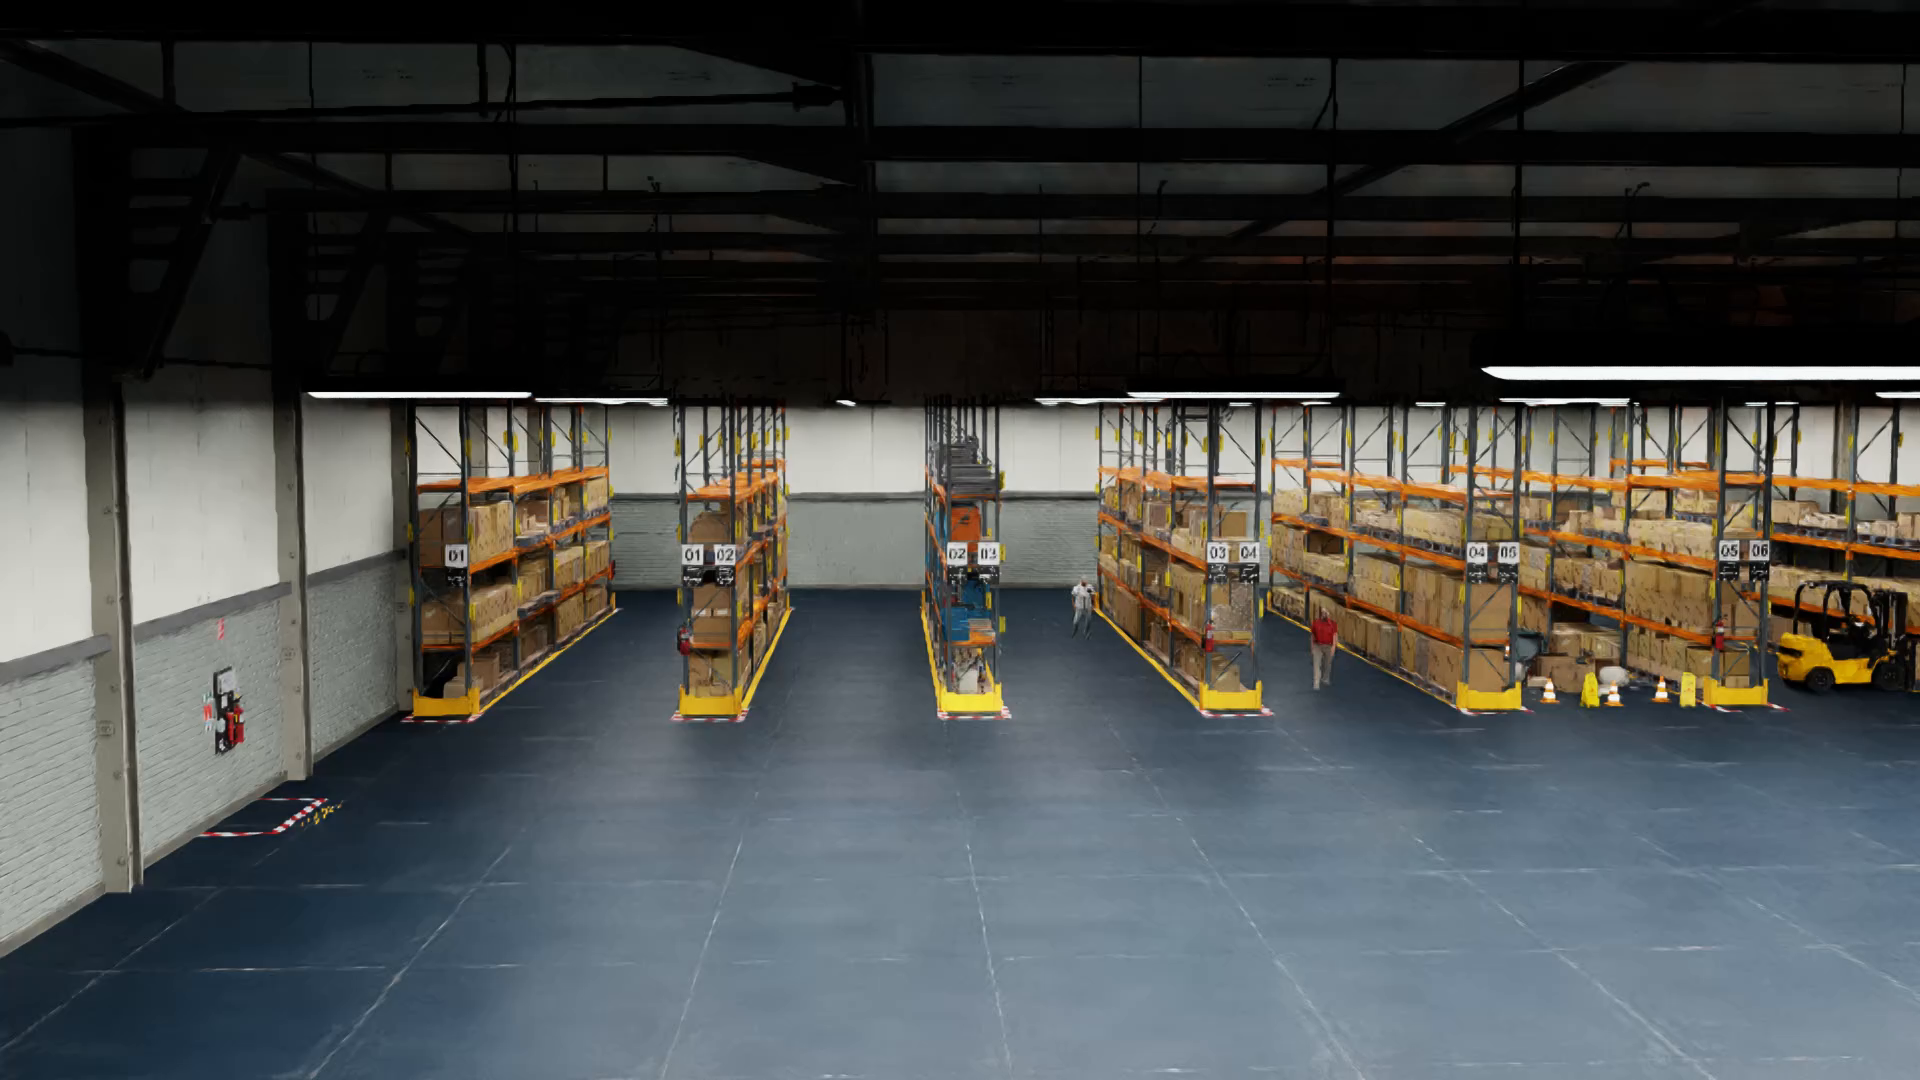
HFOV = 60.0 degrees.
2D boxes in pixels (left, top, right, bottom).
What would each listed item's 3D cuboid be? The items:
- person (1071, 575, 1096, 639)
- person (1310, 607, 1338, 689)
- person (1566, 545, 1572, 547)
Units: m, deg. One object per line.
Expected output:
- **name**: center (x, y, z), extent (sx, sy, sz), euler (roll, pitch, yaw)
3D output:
- **person**: center (3.063, 1.663, 41.335), extent (0.625, 1.611, 0.575), euler (0, 5, -5)
- **person**: center (7.443, 2.234, 33.985), extent (0.534, 1.576, 1.041), euler (1, 5, 7)
- **person**: center (18.092, 0.988, 49.242), extent (0.536, 1.713, 0.628), euler (-3, 5, -30)
